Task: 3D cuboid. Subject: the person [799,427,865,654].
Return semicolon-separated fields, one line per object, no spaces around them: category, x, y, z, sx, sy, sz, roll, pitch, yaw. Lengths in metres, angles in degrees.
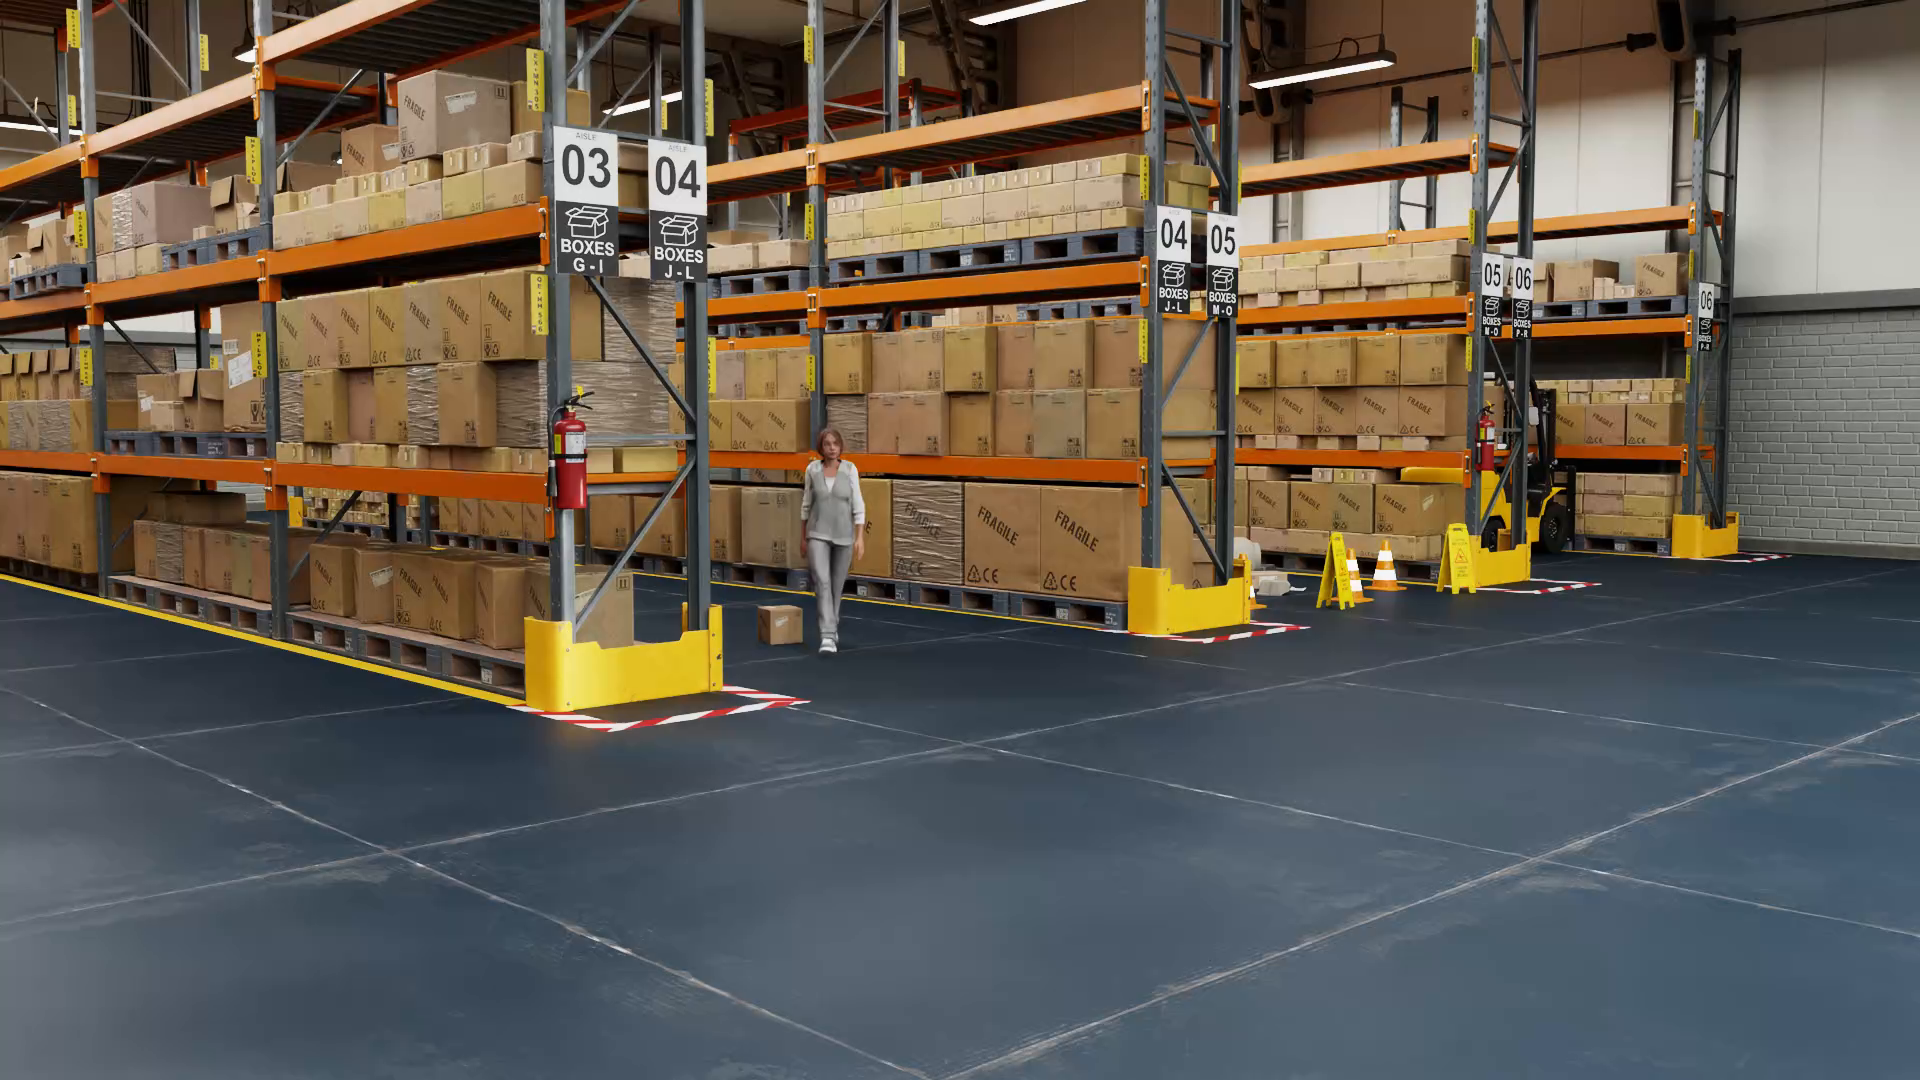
person;-0.881;-0.015;11.517;0.443;1.533;0.983;-1;4;-10
